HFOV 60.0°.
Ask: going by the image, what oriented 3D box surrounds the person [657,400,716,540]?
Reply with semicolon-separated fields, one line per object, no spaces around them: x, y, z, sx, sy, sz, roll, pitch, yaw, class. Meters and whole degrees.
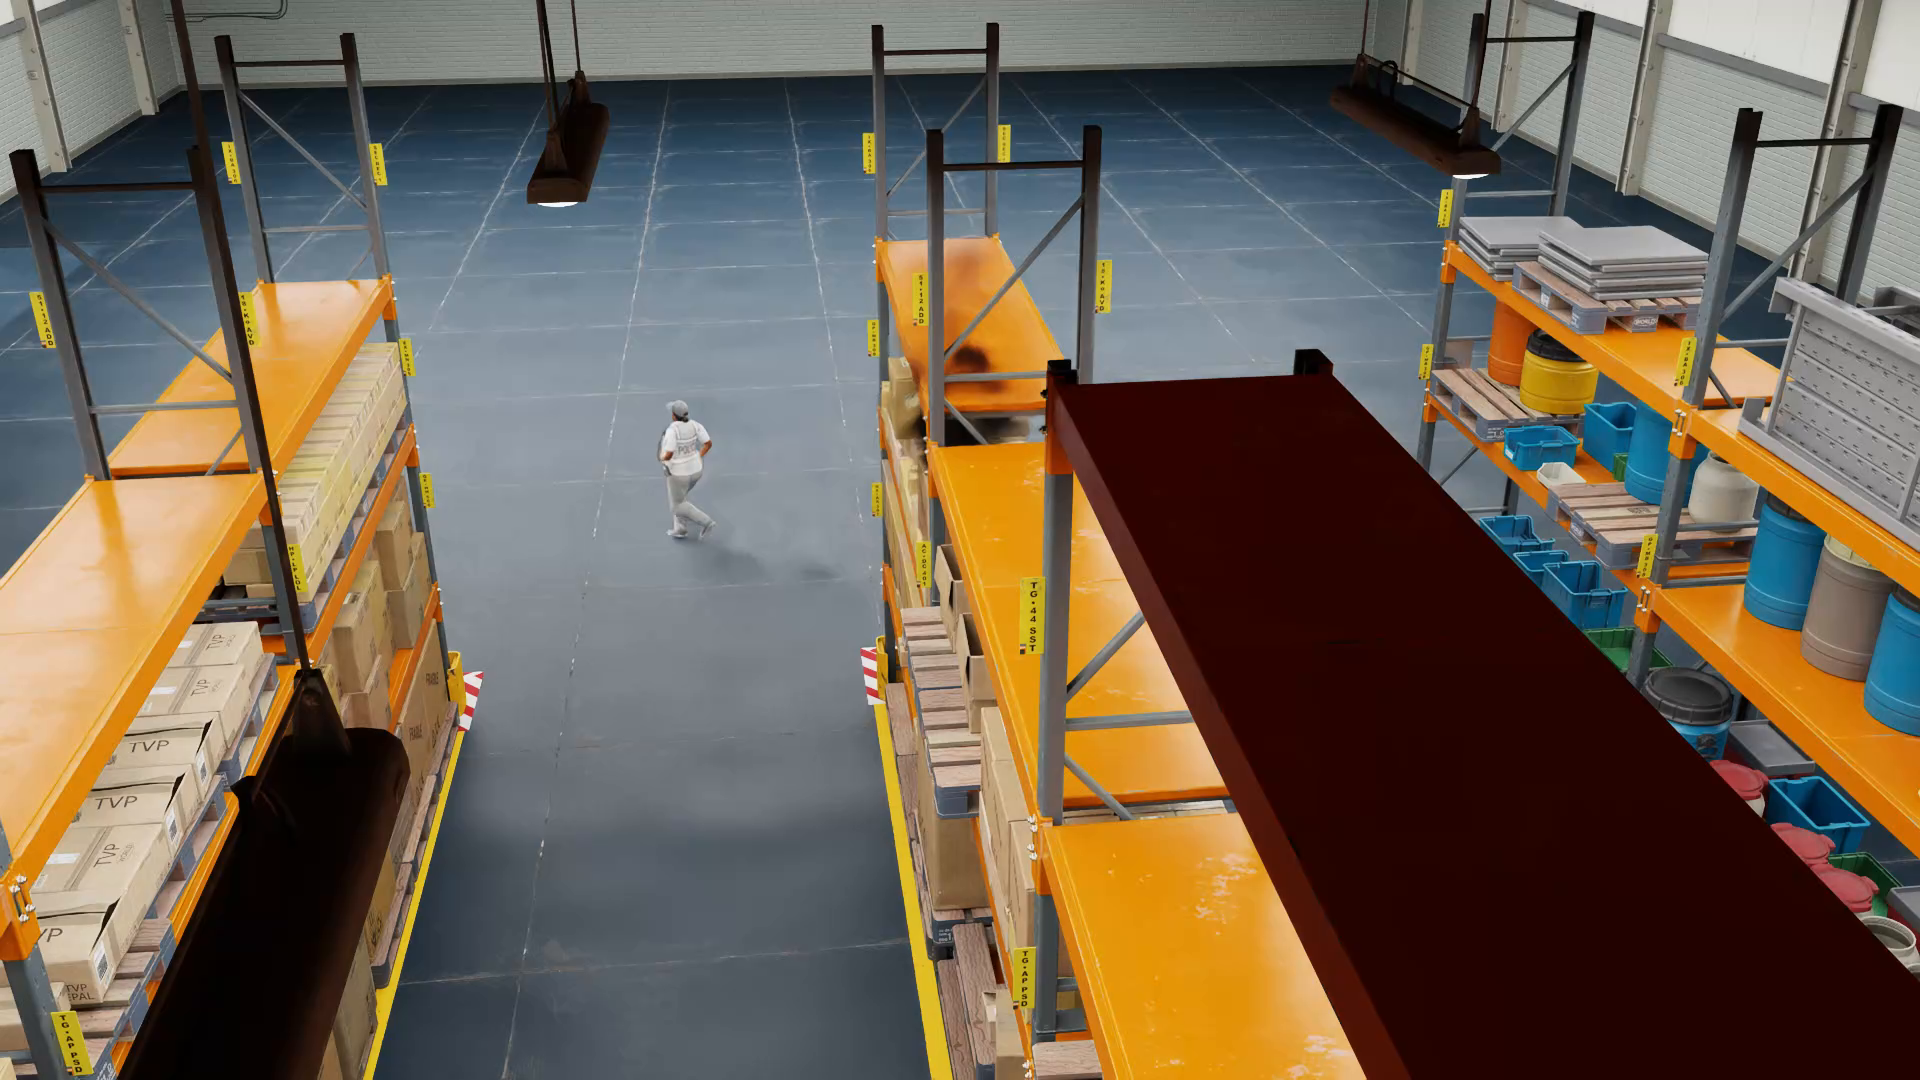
-2.989;-0.716;18.128;0.766;1.668;0.601;17;30;31;person
